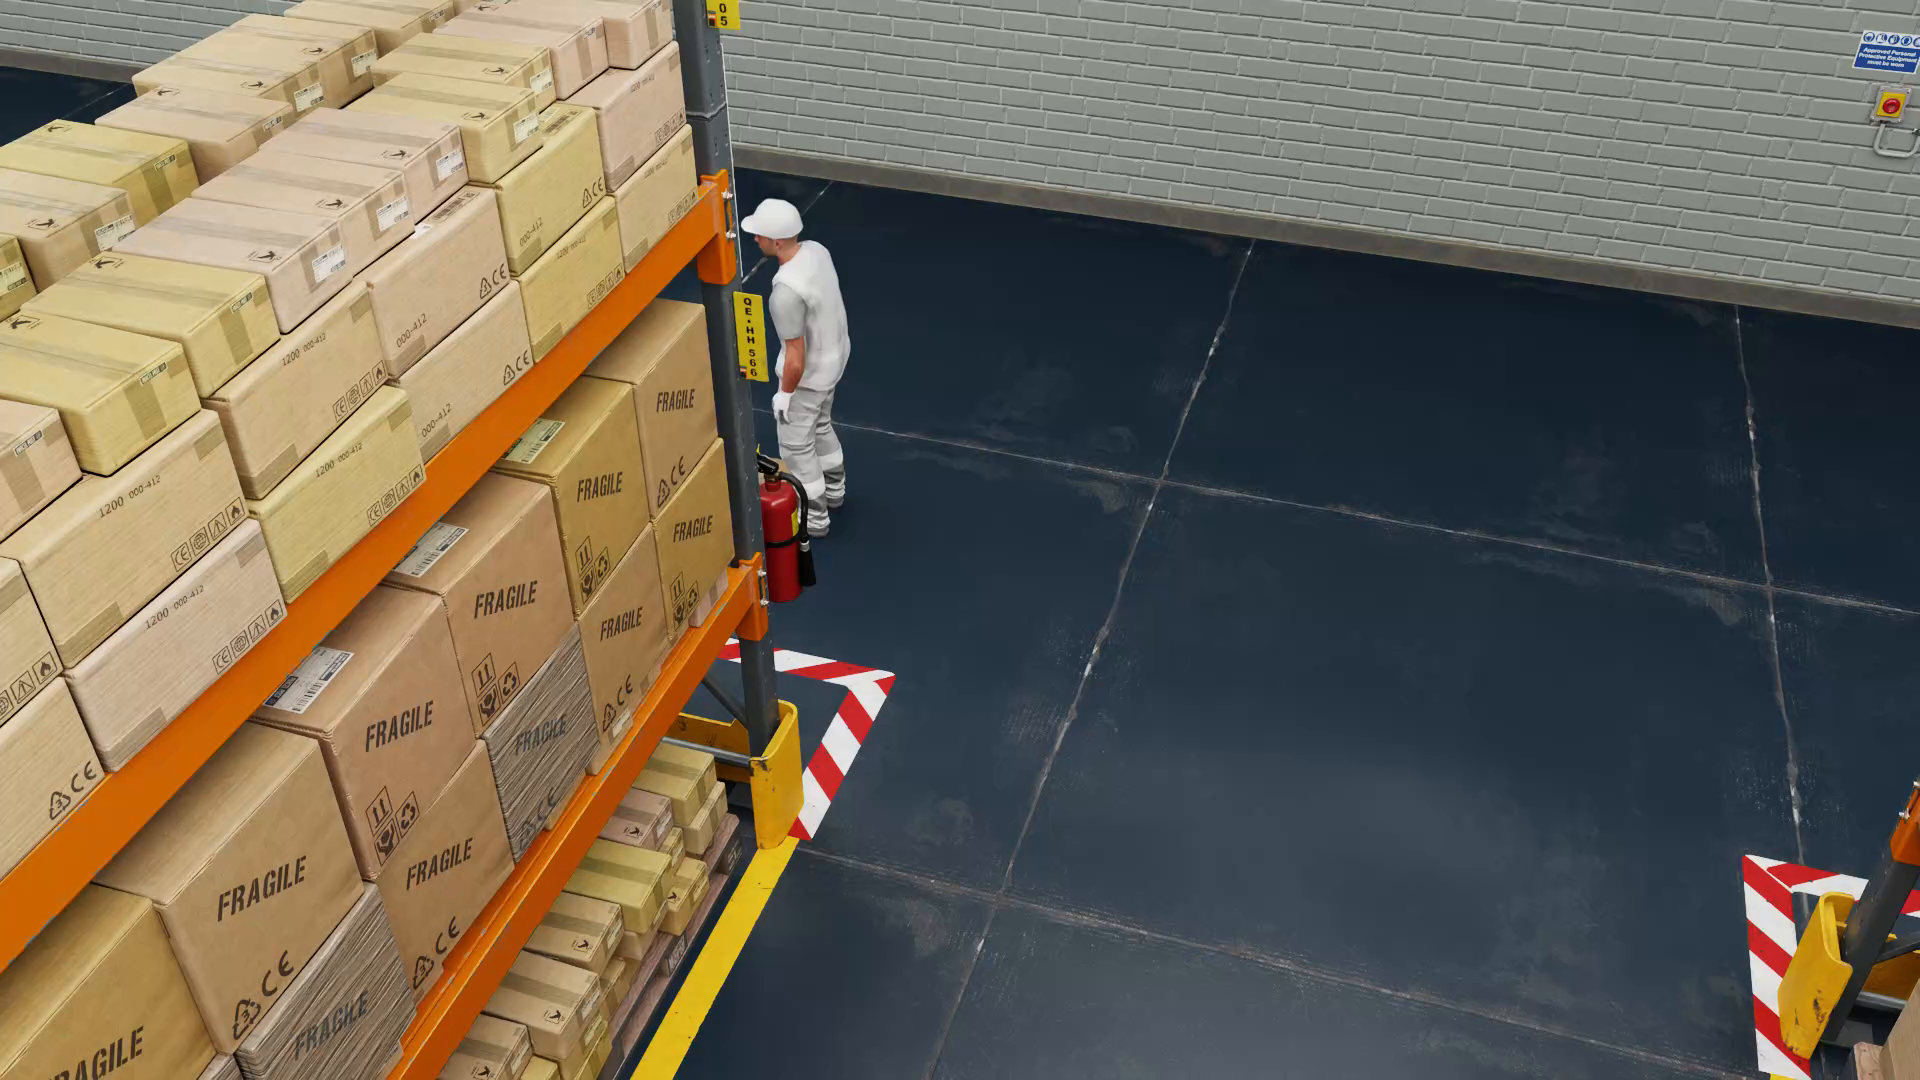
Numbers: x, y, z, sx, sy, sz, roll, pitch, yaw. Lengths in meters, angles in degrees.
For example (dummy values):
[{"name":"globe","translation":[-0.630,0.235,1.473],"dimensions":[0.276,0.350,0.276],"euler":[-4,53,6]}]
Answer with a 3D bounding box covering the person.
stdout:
[{"name":"person","translation":[-0.761,-0.814,7.973],"dimensions":[0.453,1.777,0.609],"euler":[9,38,12]}]
